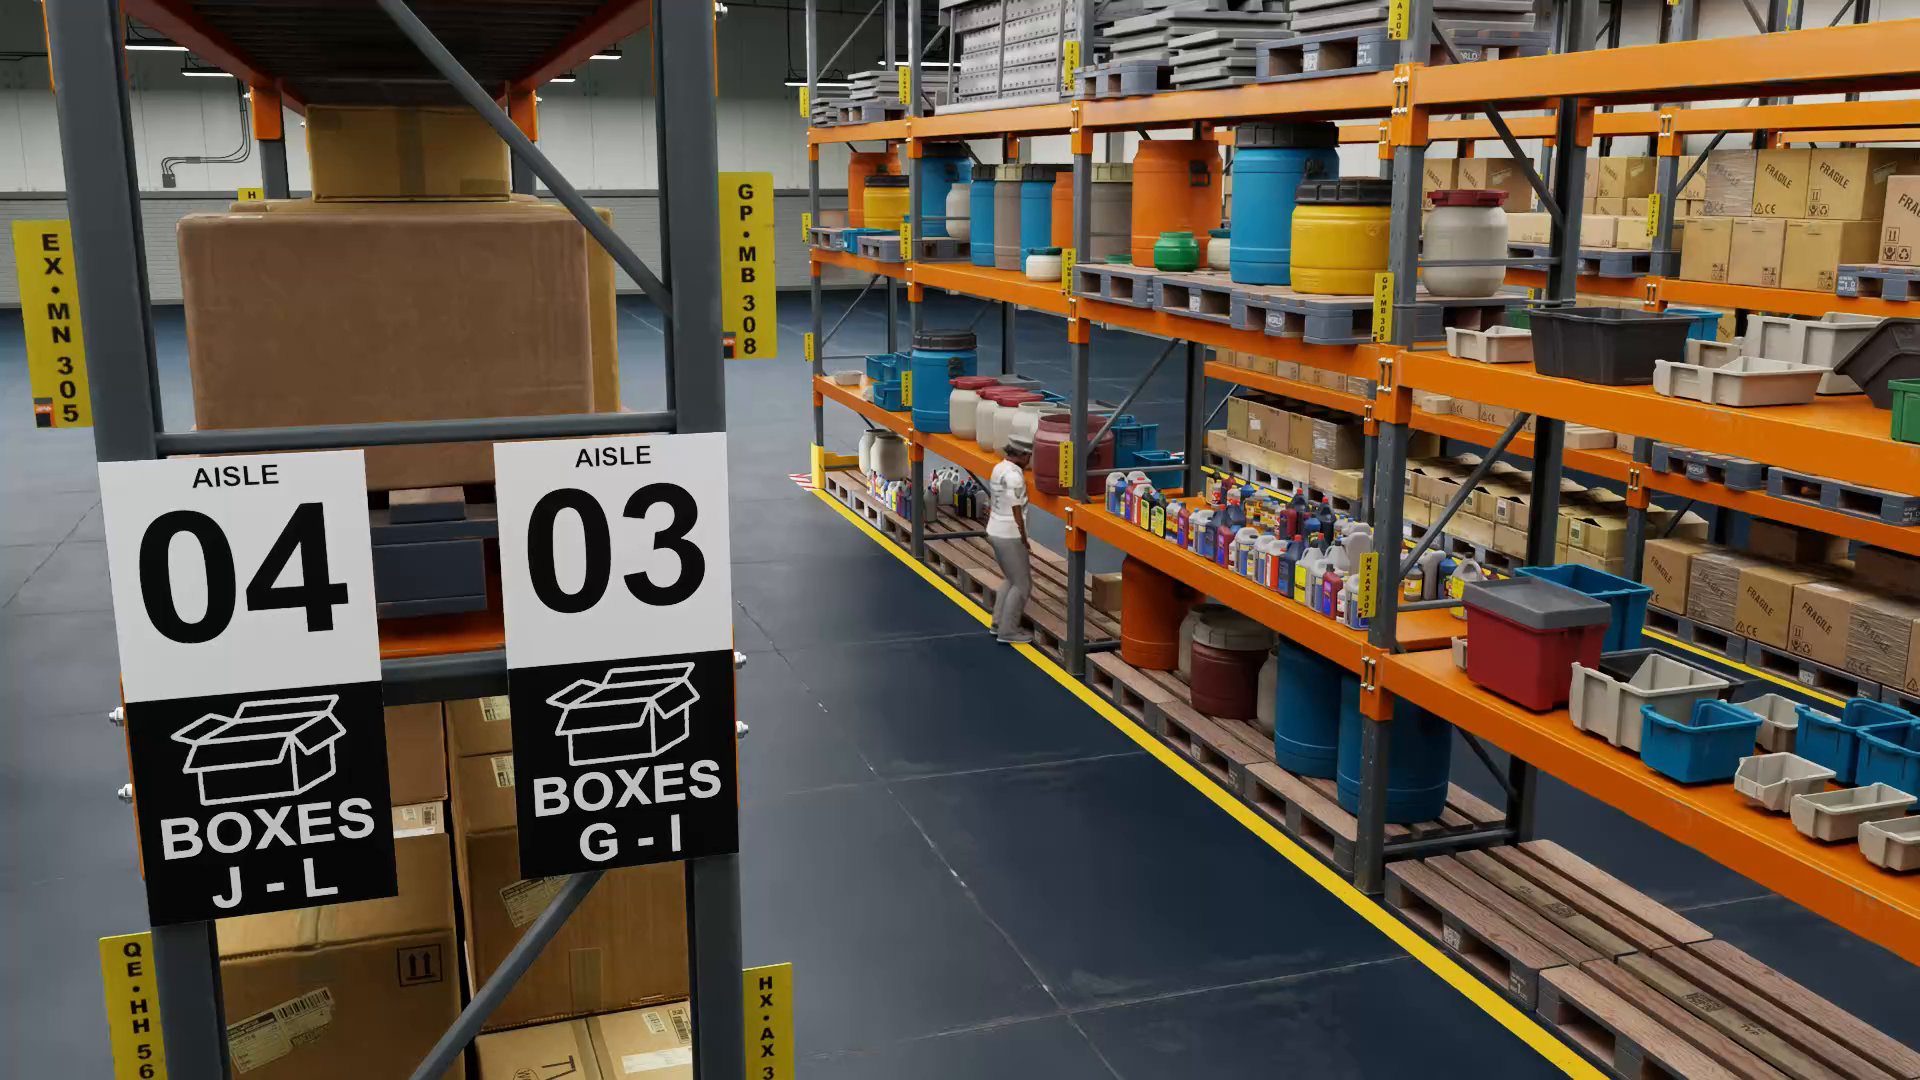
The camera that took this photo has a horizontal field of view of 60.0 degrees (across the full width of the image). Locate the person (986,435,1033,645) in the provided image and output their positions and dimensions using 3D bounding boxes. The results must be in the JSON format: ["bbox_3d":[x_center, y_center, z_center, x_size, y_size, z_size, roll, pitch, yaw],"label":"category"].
[{"bbox_3d":[0.414,-0.012,13.115,0.409,1.637,0.450,-3,13,-12],"label":"person"}]
